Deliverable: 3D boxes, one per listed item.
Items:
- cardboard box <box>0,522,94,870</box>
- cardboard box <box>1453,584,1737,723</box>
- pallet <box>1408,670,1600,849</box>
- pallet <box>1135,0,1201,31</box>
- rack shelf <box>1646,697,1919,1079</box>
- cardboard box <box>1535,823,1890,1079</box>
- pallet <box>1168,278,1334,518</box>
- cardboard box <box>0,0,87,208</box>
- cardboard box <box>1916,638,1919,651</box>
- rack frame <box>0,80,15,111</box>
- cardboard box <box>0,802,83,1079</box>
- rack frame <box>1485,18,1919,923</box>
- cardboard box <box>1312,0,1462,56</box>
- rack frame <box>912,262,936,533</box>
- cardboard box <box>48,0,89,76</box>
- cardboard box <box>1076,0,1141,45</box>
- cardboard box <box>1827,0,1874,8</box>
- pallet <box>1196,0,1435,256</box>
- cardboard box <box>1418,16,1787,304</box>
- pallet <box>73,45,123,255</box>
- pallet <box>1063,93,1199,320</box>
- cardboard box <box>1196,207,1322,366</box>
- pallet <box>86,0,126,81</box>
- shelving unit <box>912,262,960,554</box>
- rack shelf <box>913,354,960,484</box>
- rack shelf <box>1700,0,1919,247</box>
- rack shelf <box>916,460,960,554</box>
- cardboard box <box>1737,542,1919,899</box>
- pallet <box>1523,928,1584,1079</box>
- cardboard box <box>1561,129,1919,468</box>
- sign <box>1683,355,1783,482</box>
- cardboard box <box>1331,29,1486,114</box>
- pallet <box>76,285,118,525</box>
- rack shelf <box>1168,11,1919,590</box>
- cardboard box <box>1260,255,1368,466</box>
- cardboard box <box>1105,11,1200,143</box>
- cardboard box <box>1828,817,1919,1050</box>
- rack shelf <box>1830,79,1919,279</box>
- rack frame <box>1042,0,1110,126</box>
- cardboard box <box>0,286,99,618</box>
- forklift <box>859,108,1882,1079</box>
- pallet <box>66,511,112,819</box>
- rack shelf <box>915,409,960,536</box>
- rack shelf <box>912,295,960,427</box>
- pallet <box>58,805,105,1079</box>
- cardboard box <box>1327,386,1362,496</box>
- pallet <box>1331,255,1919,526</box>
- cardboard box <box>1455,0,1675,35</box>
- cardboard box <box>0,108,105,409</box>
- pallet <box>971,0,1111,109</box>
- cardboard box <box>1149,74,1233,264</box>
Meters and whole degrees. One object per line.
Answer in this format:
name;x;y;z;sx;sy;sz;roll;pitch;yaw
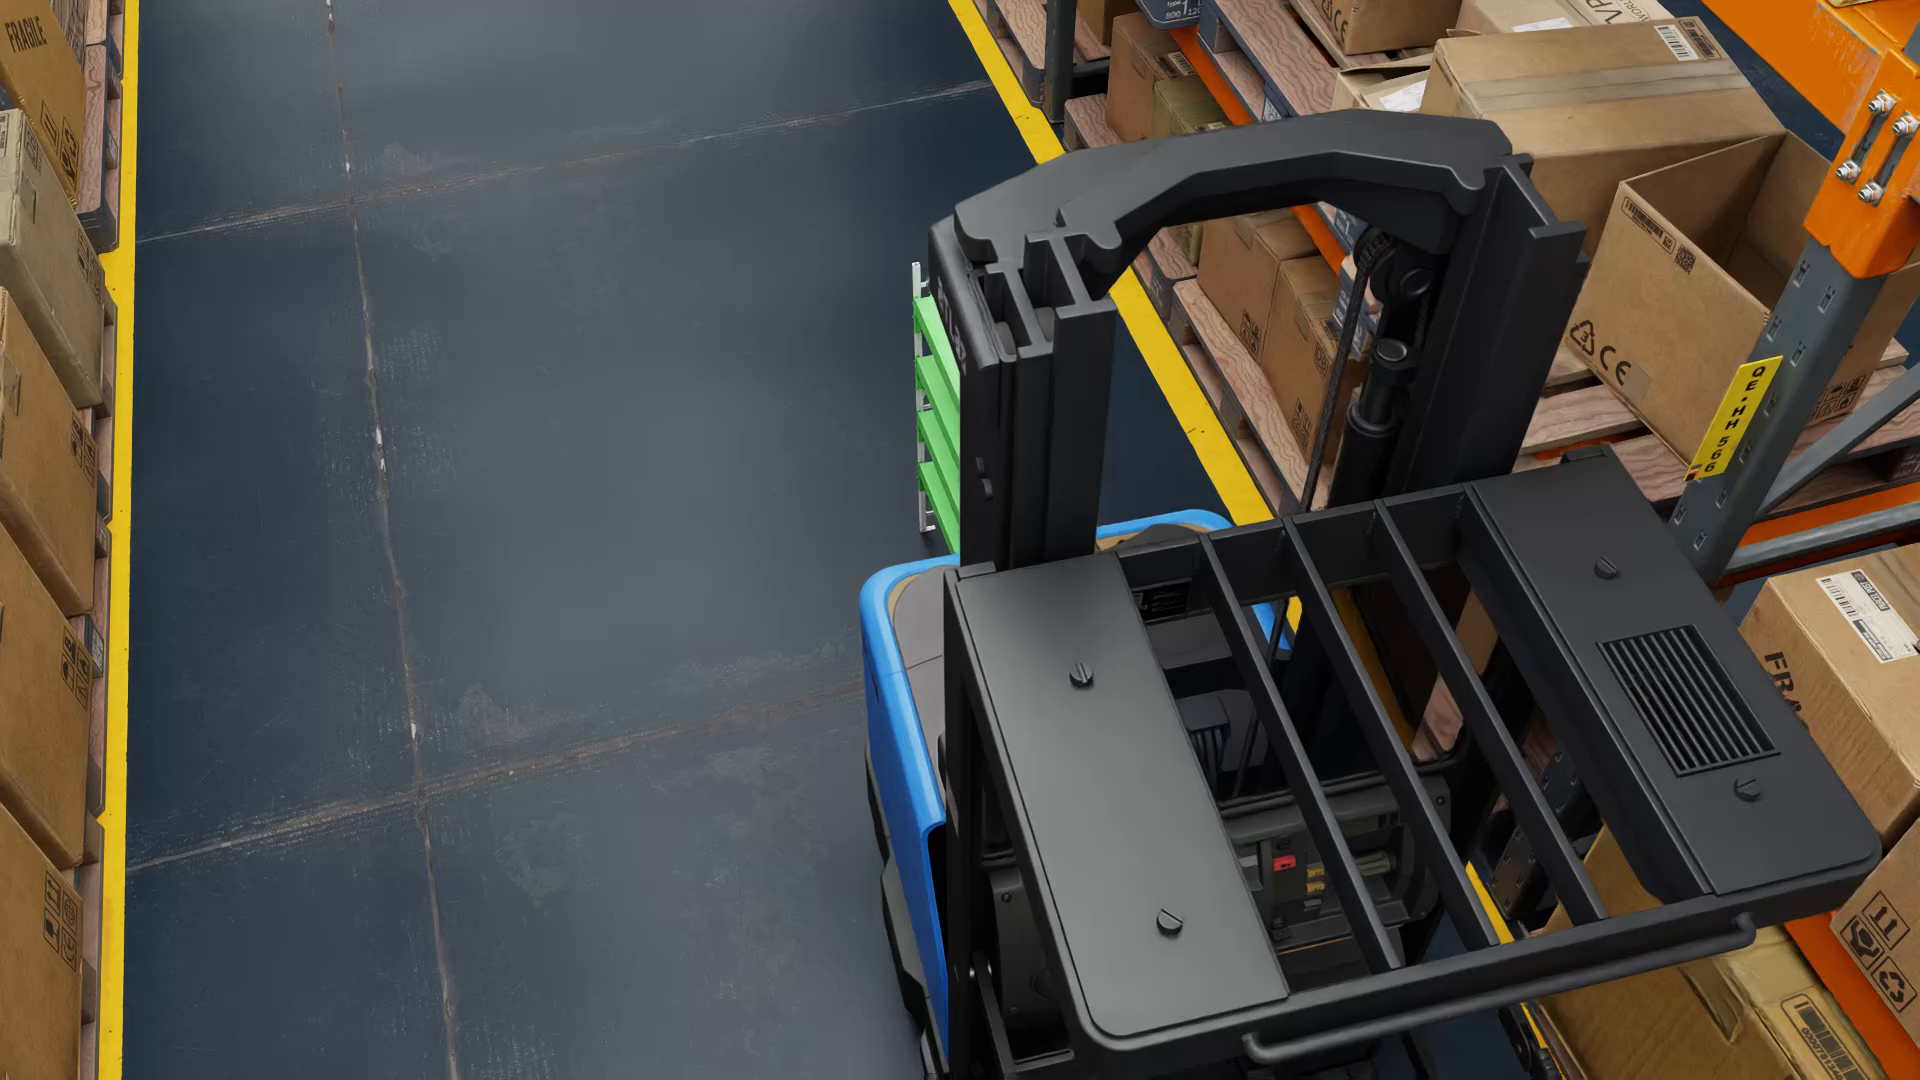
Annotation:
cardboard box;-3.083;0.517;4.549;1.050;0.750;0.750;-13;51;-10
cardboard box;1.824;0.162;4.999;0.700;0.500;0.500;-16;52;-13
pallet;1.811;0.310;5.350;1.003;0.211;1.213;-13;51;-11
pallet;0.945;-2.286;5.841;1.003;0.211;1.213;-13;51;-11
rack shelf;2.632;1.675;2.846;1.077;0.370;4.000;-13;51;-11
cardboard box;2.225;1.041;4.026;1.225;0.875;0.875;-15;52;-13
pallet;1.454;-0.579;6.100;1.003;0.211;1.213;-13;51;-11
cardboard box;-4.029;-1.817;6.435;0.875;0.875;0.875;-13;51;-10
cardboard box;2.242;0.165;2.928;0.797;0.503;0.637;-12;51;-10
rack frame;-3.910;-1.891;5.382;1.000;3.000;0.127;-13;51;-11
cardboard box;-2.821;1.155;4.011;1.050;0.750;0.750;-14;51;-11
rack frame;2.041;-0.017;3.803;1.000;3.000;0.127;-13;51;-11
cardboard box;1.459;-1.862;5.016;0.797;0.503;0.637;-9;50;-7
rack frame;-0.023;-0.444;5.340;0.240;1.200;0.015;-13;51;-11
cardboard box;-4.299;-2.474;6.989;0.875;0.875;0.875;-13;51;-11
cardboard box;0.778;-2.570;7.315;0.500;0.500;0.500;-15;51;-12
cardboard box;1.666;-1.228;2.959;0.500;0.250;0.500;-13;51;-11
pallet;1.416;-1.392;5.087;1.003;0.211;1.213;-13;51;-11
cardboard box;1.582;-0.955;4.253;0.700;0.500;0.500;-7;50;-6
pallet;-4.060;-1.565;6.932;1.003;0.211;1.213;-13;51;-11
pallet;1.090;-1.472;6.853;1.003;0.211;1.213;-13;51;-11
cardboard box;1.308;-1.060;6.029;0.700;0.500;0.500;-17;52;-14
pallet;-4.425;-2.458;7.684;1.003;0.211;1.213;-13;51;-11
shelving unit;0.049;-0.266;5.189;0.258;1.200;0.503;-13;51;-11
rack shelf;0.049;-0.379;5.055;0.258;0.148;0.480;-13;51;-11
rack shelf;1.449;-2.213;4.162;1.077;0.370;4.000;-13;51;-11
rack shelf;0.049;-0.070;5.422;0.258;0.148;0.480;-13;51;-11
cardboard box;1.925;0.367;3.413;0.500;0.500;0.500;-12;51;-10
pallet;2.202;1.474;4.369;1.003;0.211;1.213;-13;51;-11
cardboard box;1.843;-0.570;3.929;0.500;0.500;0.500;-19;52;-15
sign;1.525;-0.235;3.281;0.100;0.325;0.005;-13;51;-11
cardboard box;1.290;-1.266;4.669;0.396;0.266;0.258;-15;51;-12
pallet;-3.610;-0.446;5.988;1.003;0.211;1.213;-13;51;-11
rack shelf;1.449;-1.246;5.309;1.077;0.370;4.000;-13;51;-11
cardboard box;1.473;-0.653;5.686;0.700;0.500;0.500;-9;51;-8
cardboard box;1.019;-1.822;6.671;0.700;0.500;0.500;-17;52;-14
cardboard box;2.079;0.743;3.096;0.500;0.500;0.500;-15;51;-12
rack shelf;2.632;0.709;1.699;1.077;0.370;4.000;-13;51;-11
rack frame;0.858;-2.939;6.266;1.000;3.000;0.127;-13;51;-11
cardboard box;-3.359;-0.163;5.122;1.050;0.750;0.750;-13;51;-11
forklift;0.573;0.835;3.129;1.130;2.935;3.031;-11;51;-9
pallet;-3.245;0.447;5.235;1.003;0.211;1.213;-13;51;-11
rack shelf;0.049;-0.225;5.238;0.258;0.148;0.480;-13;51;-11
rack shelf;0.049;-0.534;4.871;0.258;0.148;0.480;-13;51;-11
pallet;-2.888;1.336;4.485;1.003;0.211;1.213;-13;51;-11
cardboard box;1.647;-0.240;5.338;0.700;0.500;0.500;-17;52;-14
pallet;1.728;-0.452;4.294;1.213;0.211;1.003;-13;51;-11
cardboard box;1.765;-1.380;4.775;0.500;0.250;0.500;-15;51;-12
cardboard box;-3.641;-0.868;5.717;1.050;0.750;0.750;-14;51;-11
pallet;0.626;-2.522;7.738;1.003;0.211;1.213;-13;51;-11
cardboard box;1.142;-1.469;6.374;0.700;0.500;0.500;-14;51;-11
